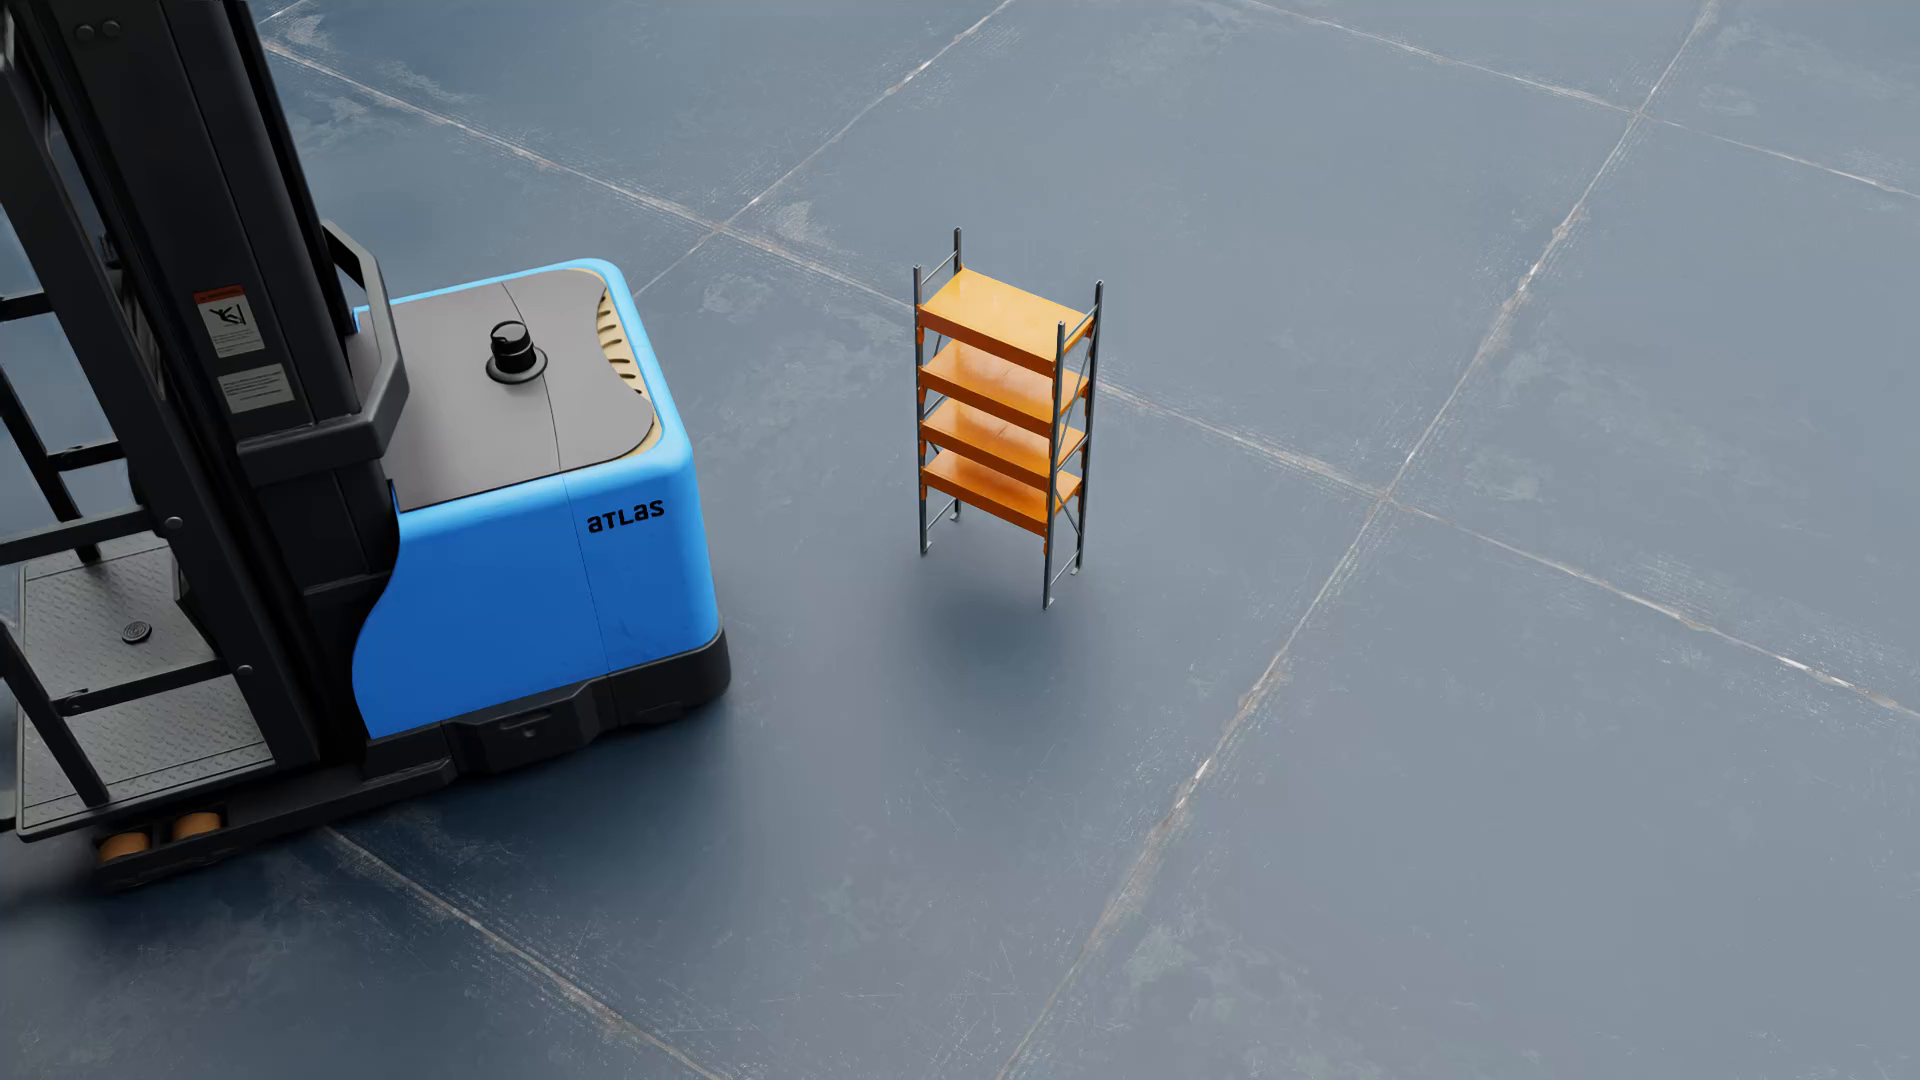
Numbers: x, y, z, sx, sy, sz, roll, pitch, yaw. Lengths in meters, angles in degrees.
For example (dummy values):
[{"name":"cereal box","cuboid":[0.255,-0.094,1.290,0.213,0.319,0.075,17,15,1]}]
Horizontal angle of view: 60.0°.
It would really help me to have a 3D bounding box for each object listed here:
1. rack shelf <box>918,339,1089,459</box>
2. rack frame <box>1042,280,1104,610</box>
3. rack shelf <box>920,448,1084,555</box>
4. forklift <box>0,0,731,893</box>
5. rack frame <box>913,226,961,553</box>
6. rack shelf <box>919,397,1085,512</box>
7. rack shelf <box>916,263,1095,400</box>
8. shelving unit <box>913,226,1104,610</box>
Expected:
[{"name":"rack shelf","cuboid":[0.139,-0.463,5.145,0.480,0.148,0.258,25,51,22]},{"name":"rack frame","cuboid":[0.345,-0.260,5.166,0.015,1.200,0.240,25,51,22]},{"name":"rack shelf","cuboid":[0.139,-0.169,5.448,0.480,0.148,0.258,25,51,22]},{"name":"forklift","cuboid":[-2.291,-0.457,4.150,3.031,2.935,1.130,-15,48,-15]},{"name":"rack frame","cuboid":[-0.066,-0.449,5.349,0.015,1.200,0.240,25,51,22]},{"name":"rack shelf","cuboid":[0.139,-0.307,5.306,0.480,0.148,0.258,25,51,22]},{"name":"rack shelf","cuboid":[0.139,-0.628,4.976,0.480,0.148,0.258,25,51,22]},{"name":"shelving unit","cuboid":[0.139,-0.354,5.257,0.503,1.200,0.258,25,51,22]}]
